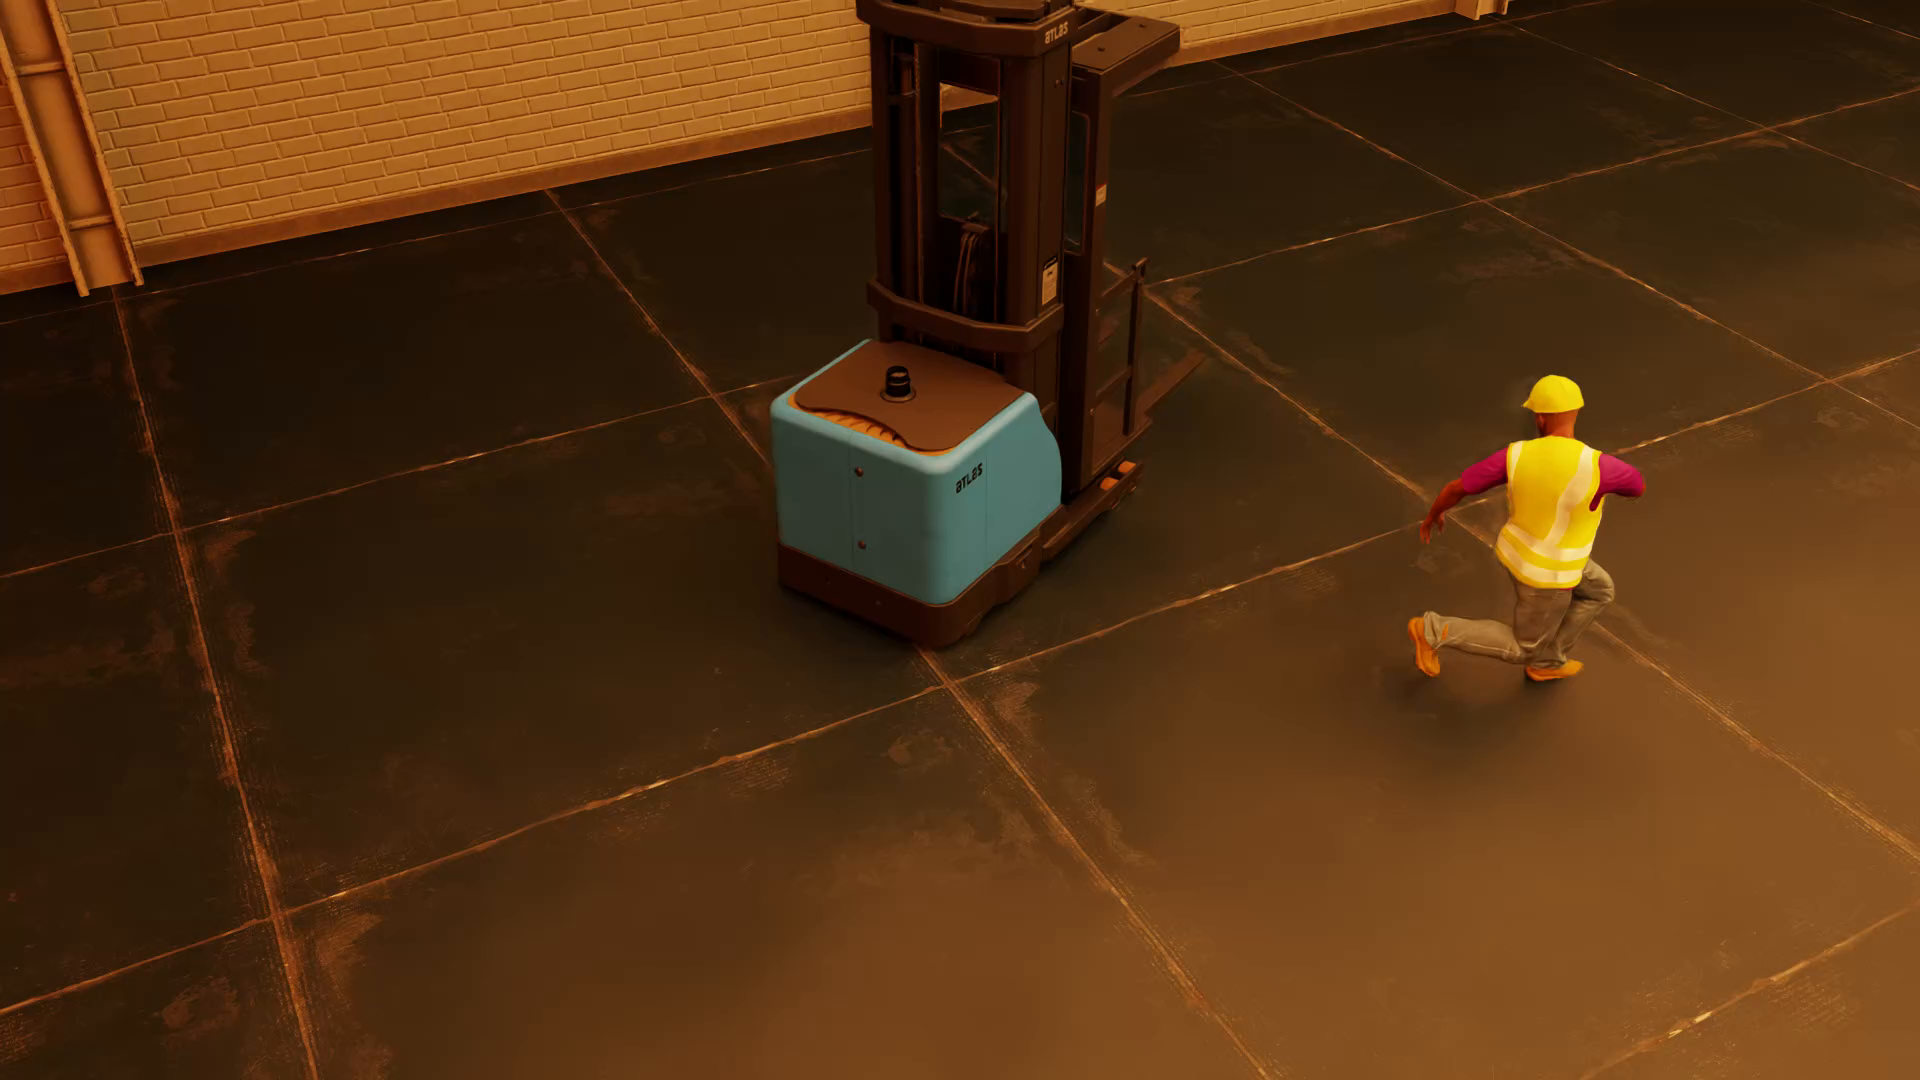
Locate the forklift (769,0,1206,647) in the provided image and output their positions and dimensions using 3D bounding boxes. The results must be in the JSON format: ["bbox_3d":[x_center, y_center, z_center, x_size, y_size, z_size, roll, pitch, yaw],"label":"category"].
[{"bbox_3d":[0.336,-1.505,8.252,1.130,2.935,3.031,21,40,27],"label":"forklift"}]

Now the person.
[{"bbox_3d":[2.515,-0.018,7.417,0.918,1.530,0.672,-6,36,-8],"label":"person"}]
